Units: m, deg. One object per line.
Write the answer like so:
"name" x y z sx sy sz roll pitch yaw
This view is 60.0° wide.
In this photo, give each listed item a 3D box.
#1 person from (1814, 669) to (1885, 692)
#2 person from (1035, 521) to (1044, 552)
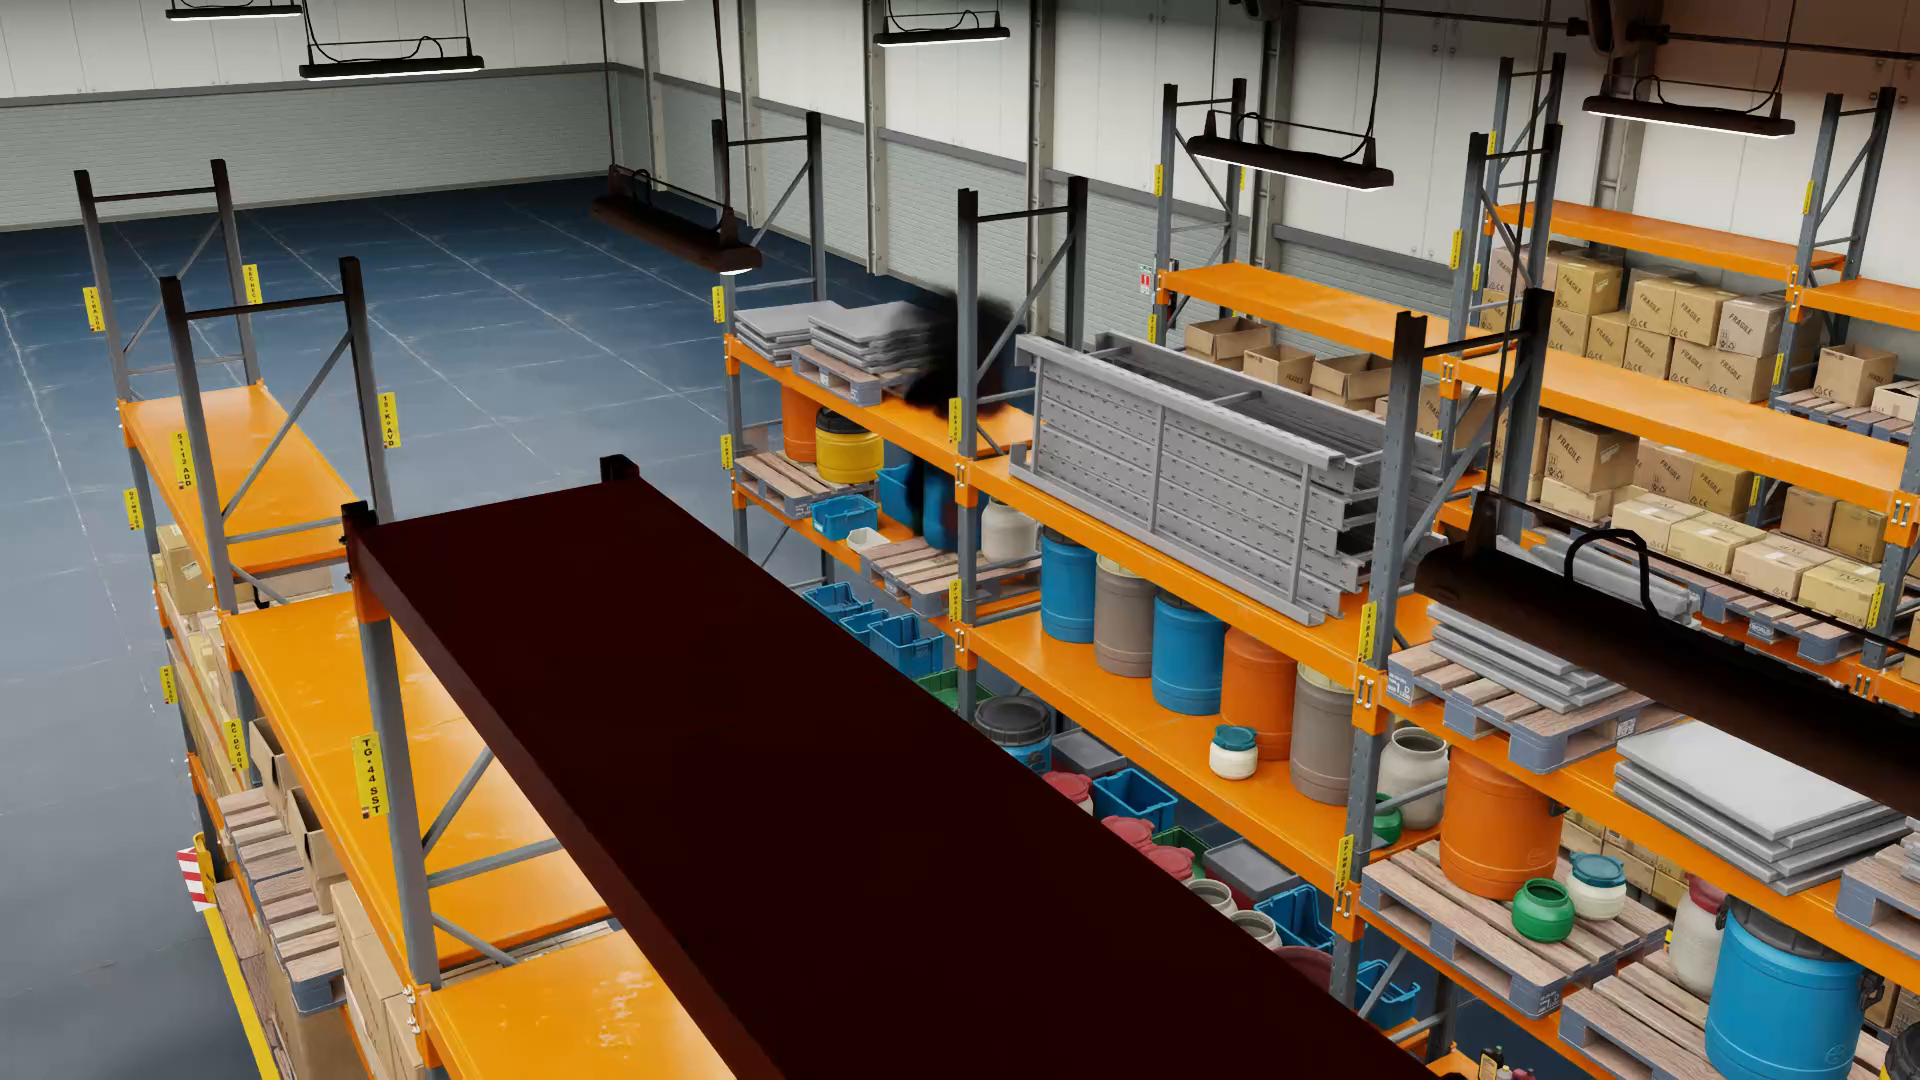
"person" 7.918 1.670 14.849 0.647 1.813 0.829 -13 25 -30
"person" 1.125 -0.360 19.946 0.919 1.805 0.621 -1 22 -3
